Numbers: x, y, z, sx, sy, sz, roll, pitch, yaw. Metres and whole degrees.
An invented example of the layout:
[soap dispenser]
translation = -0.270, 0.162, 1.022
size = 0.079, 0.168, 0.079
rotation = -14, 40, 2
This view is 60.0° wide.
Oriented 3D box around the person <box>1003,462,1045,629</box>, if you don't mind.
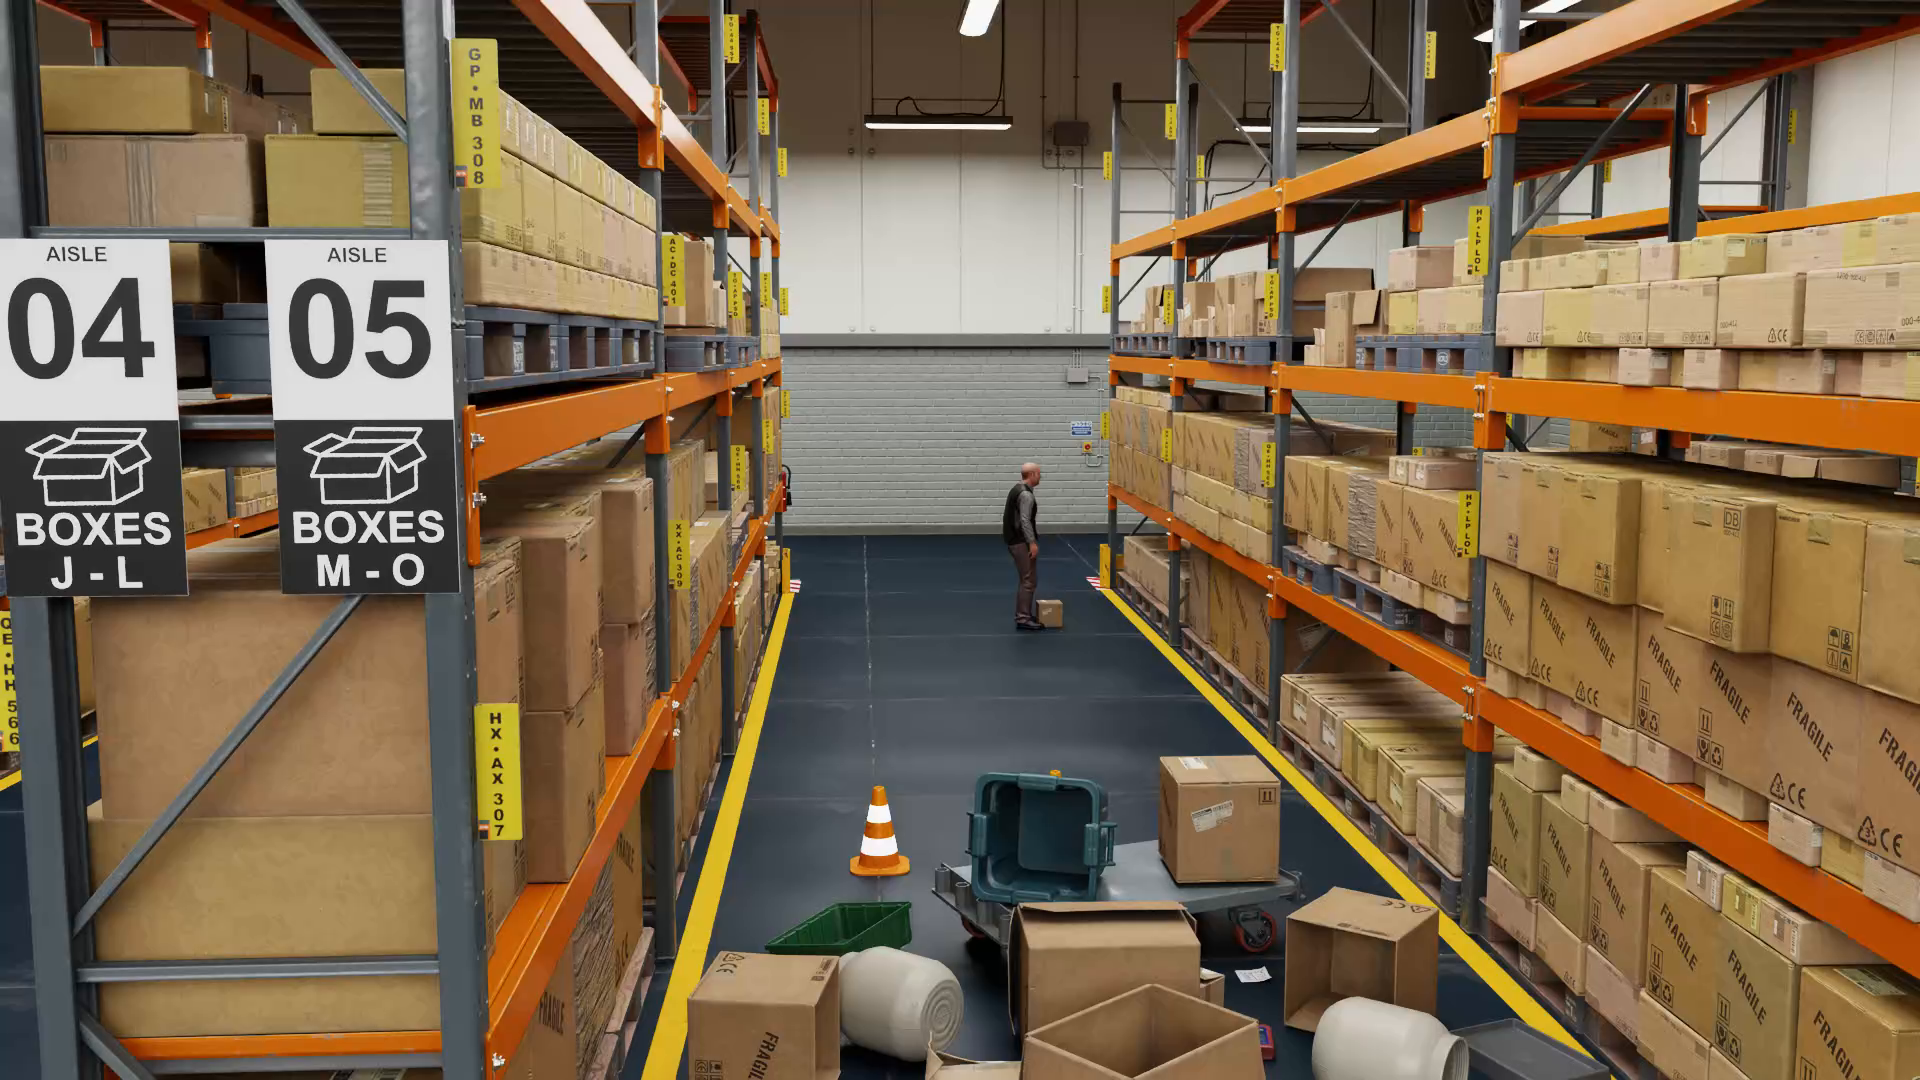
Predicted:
[person]
translation = 0.686, 0.047, 17.446
size = 0.465, 1.722, 0.591
rotation = -1, 7, -6
